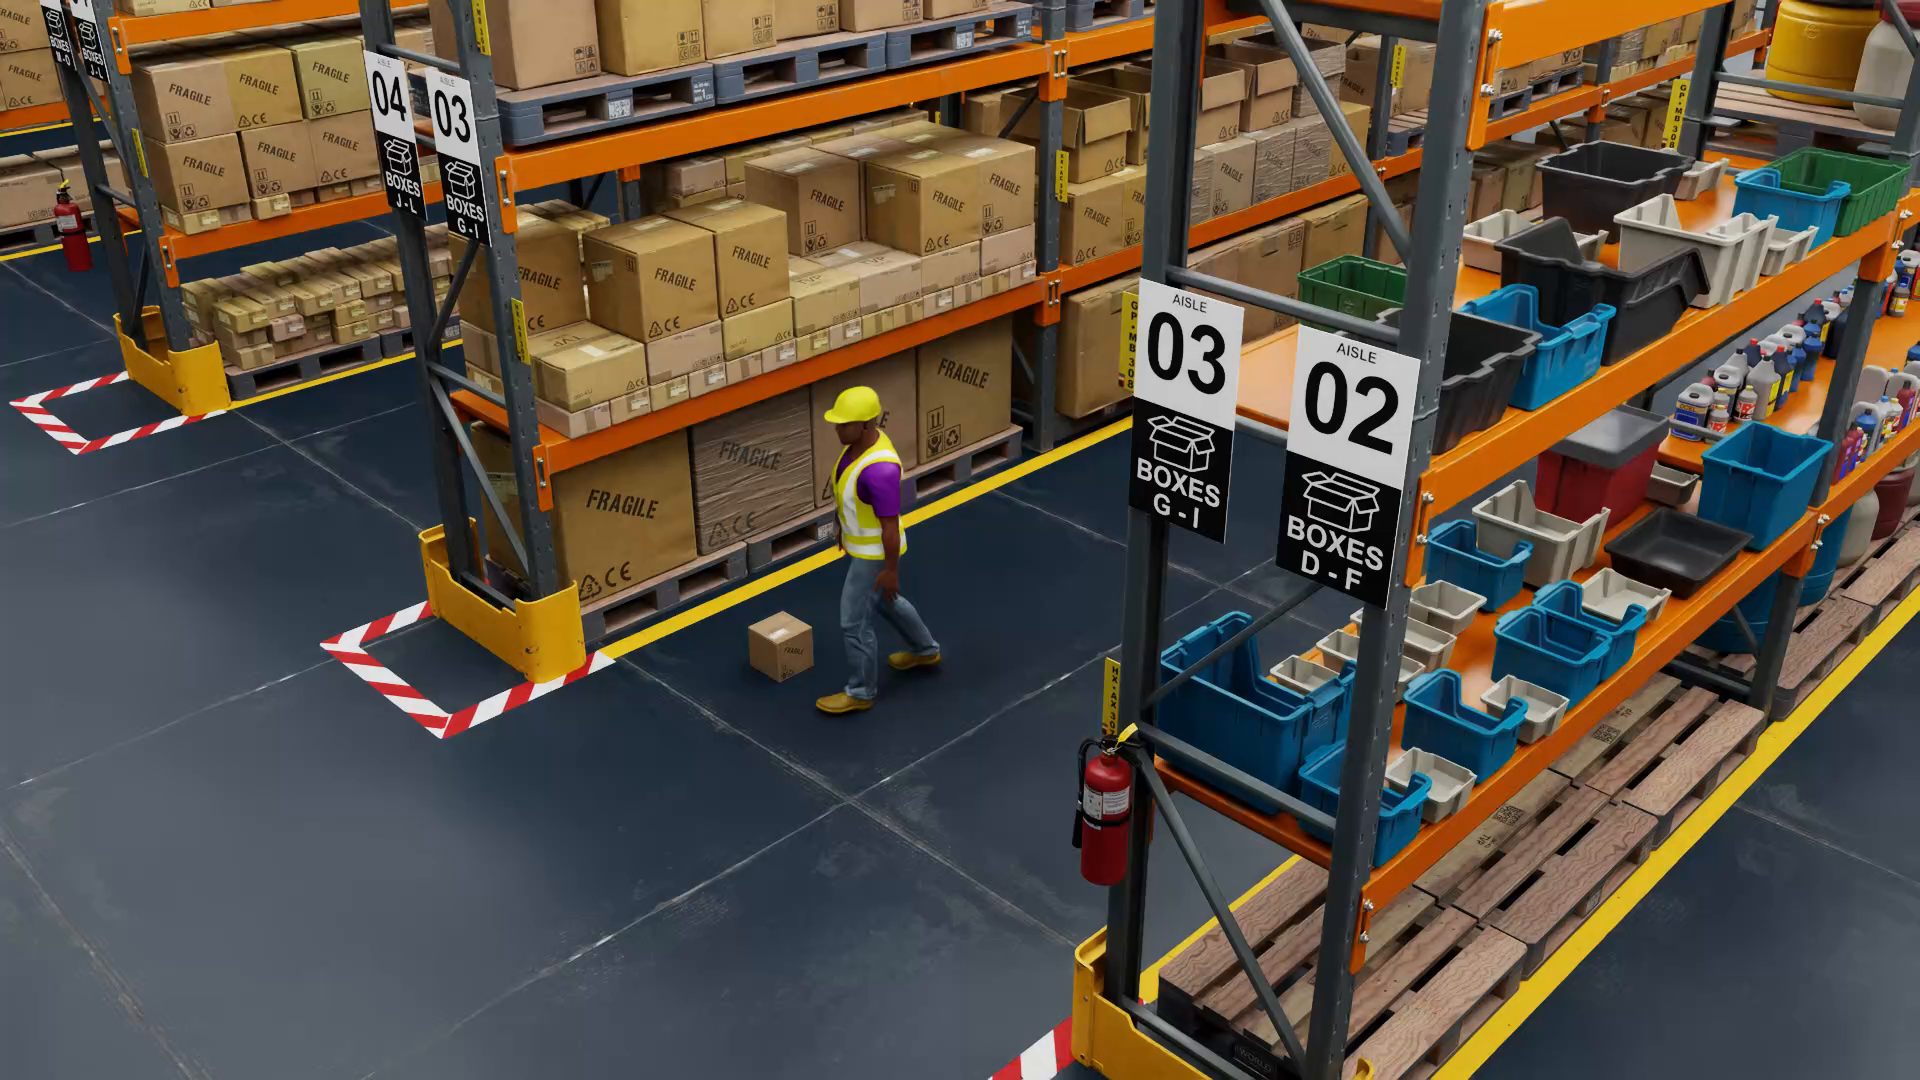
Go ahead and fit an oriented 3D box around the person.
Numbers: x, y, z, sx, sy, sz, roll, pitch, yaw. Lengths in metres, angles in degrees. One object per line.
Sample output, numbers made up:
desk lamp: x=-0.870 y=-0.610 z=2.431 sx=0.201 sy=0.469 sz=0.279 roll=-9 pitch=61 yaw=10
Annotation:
person: x=-0.440 y=0.021 z=8.568 sx=0.738 sy=1.754 sz=0.637 roll=-7 pitch=28 yaw=-13
